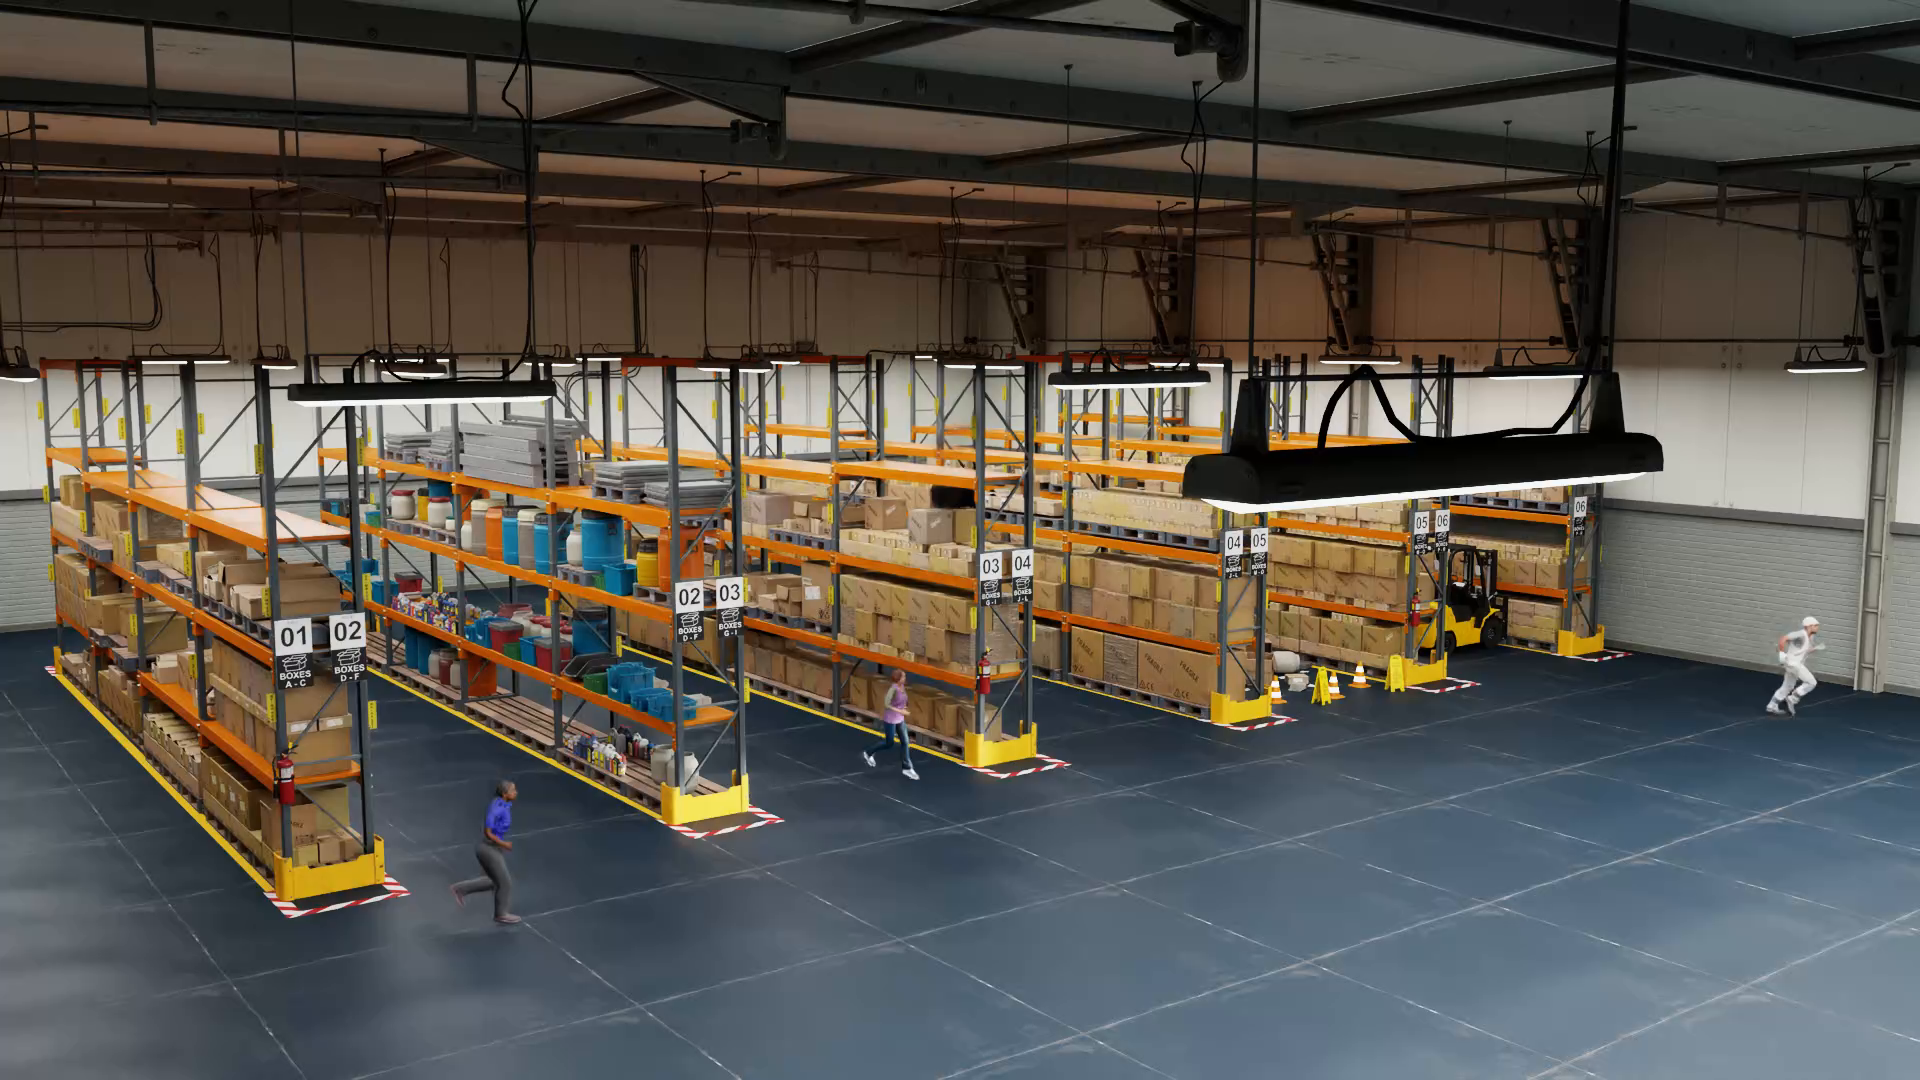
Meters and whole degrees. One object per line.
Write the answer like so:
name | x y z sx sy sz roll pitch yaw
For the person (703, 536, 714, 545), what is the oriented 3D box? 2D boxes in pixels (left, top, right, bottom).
person | -6.358 0.576 41.381 0.602 1.658 0.728 -2 7 -13

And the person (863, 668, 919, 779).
person | -0.991 2.646 24.188 0.921 1.592 0.564 3 8 24

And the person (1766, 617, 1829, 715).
person | 14.052 2.115 27.897 0.877 1.702 0.643 5 8 34

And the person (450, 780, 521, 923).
person | -5.169 3.394 18.044 0.755 1.607 0.561 -1 7 -4
